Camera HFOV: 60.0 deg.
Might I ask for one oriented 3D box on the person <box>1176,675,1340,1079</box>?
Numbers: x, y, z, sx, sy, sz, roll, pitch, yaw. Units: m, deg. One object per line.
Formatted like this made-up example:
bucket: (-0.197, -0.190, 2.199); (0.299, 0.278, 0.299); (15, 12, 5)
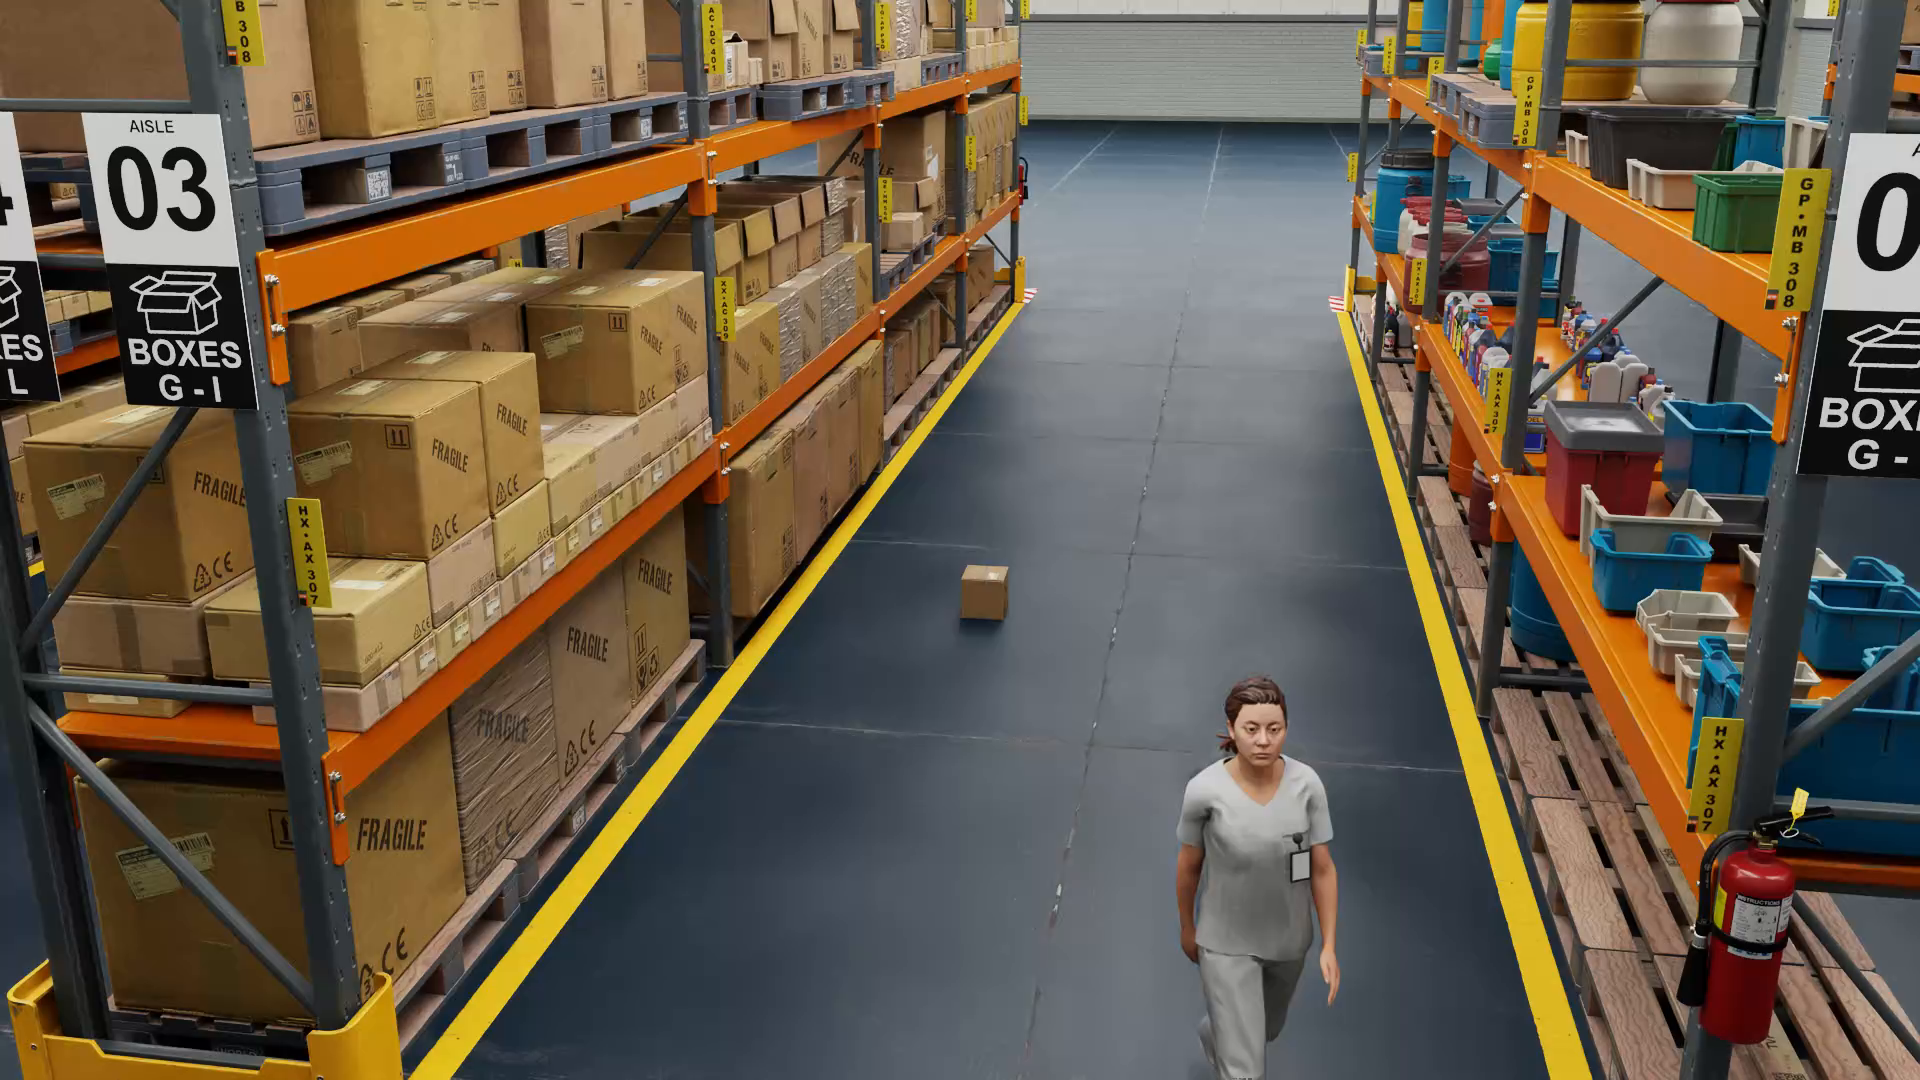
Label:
person: (0.872, 1.178, 4.939); (0.441, 1.624, 1.026); (-4, 18, -11)
